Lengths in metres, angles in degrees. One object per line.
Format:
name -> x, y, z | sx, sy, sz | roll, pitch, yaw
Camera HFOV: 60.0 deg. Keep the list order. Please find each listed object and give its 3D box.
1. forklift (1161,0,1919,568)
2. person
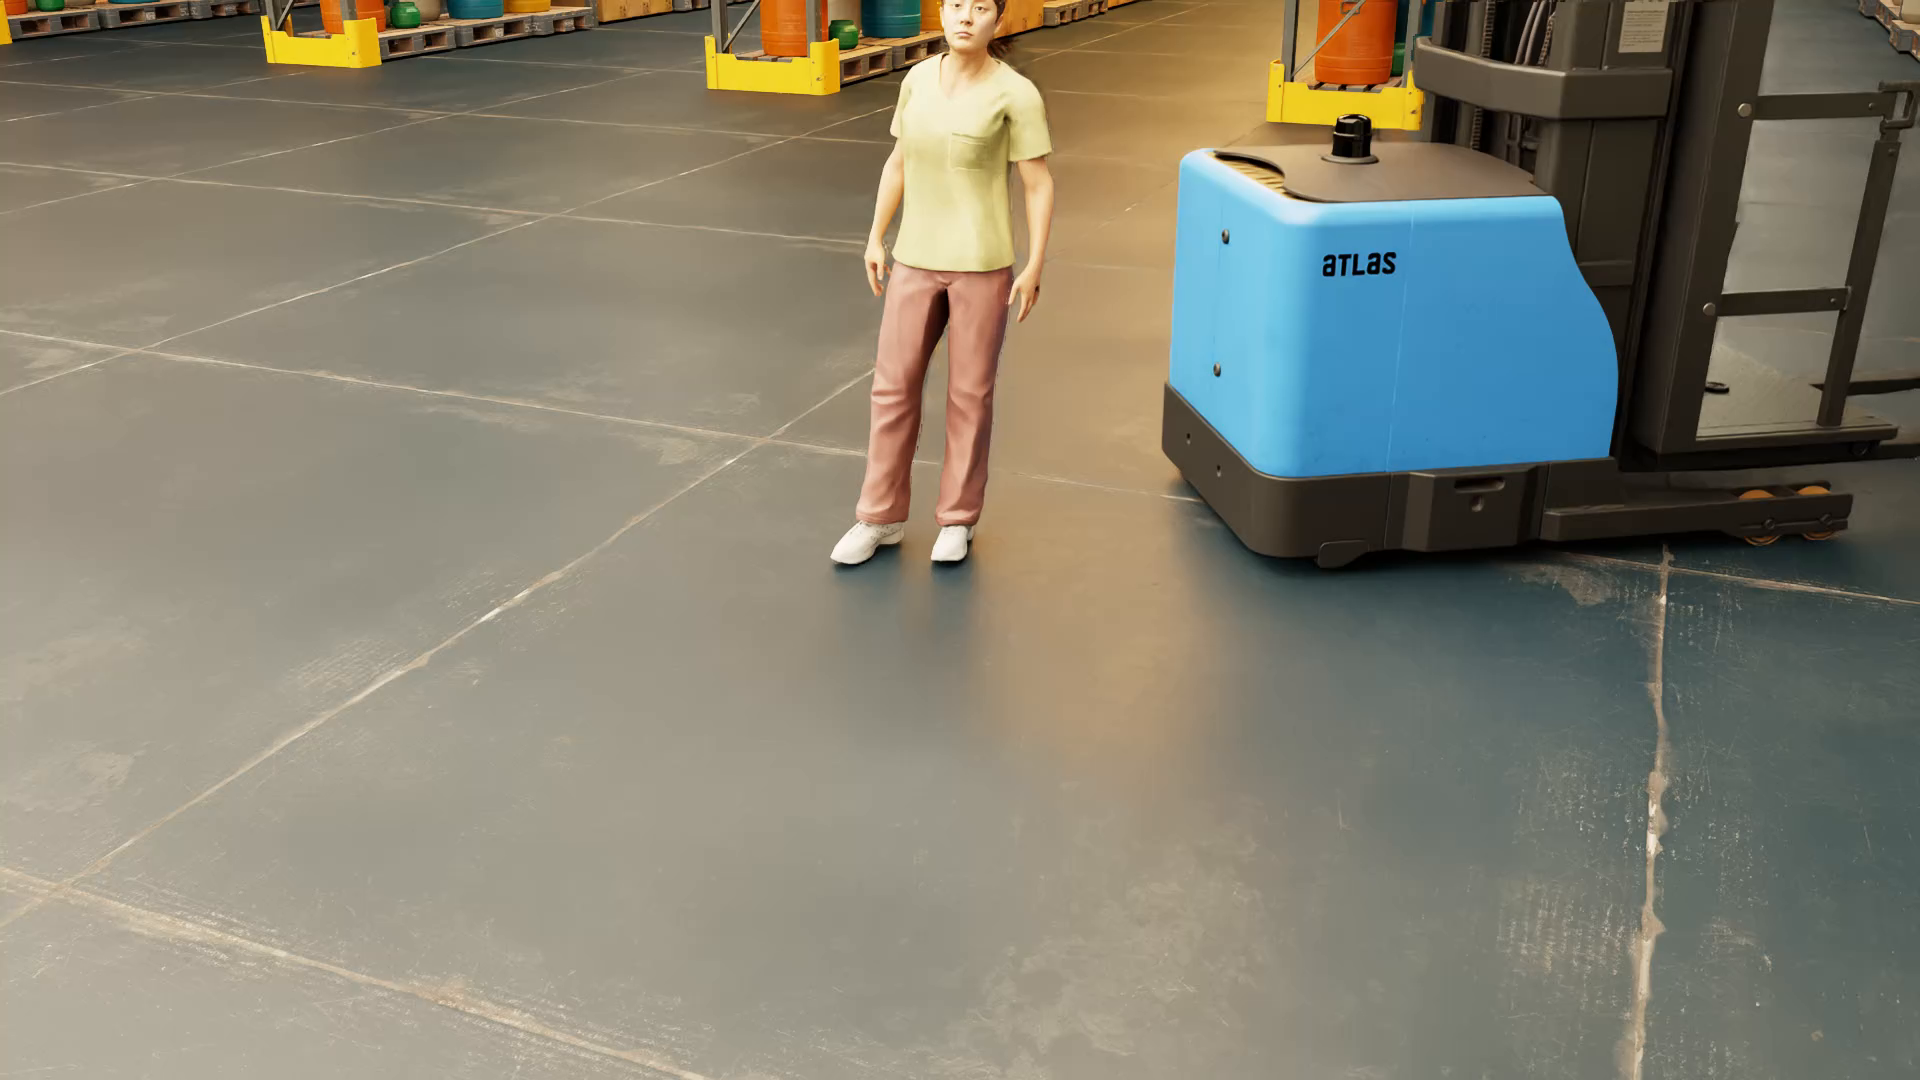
forklift -> 2.251, -1.532, 4.957 | 3.031, 2.935, 1.130 | -4, 23, -10
person -> -0.041, -0.751, 4.703 | 0.553, 1.674, 0.534 | 9, 24, 20
